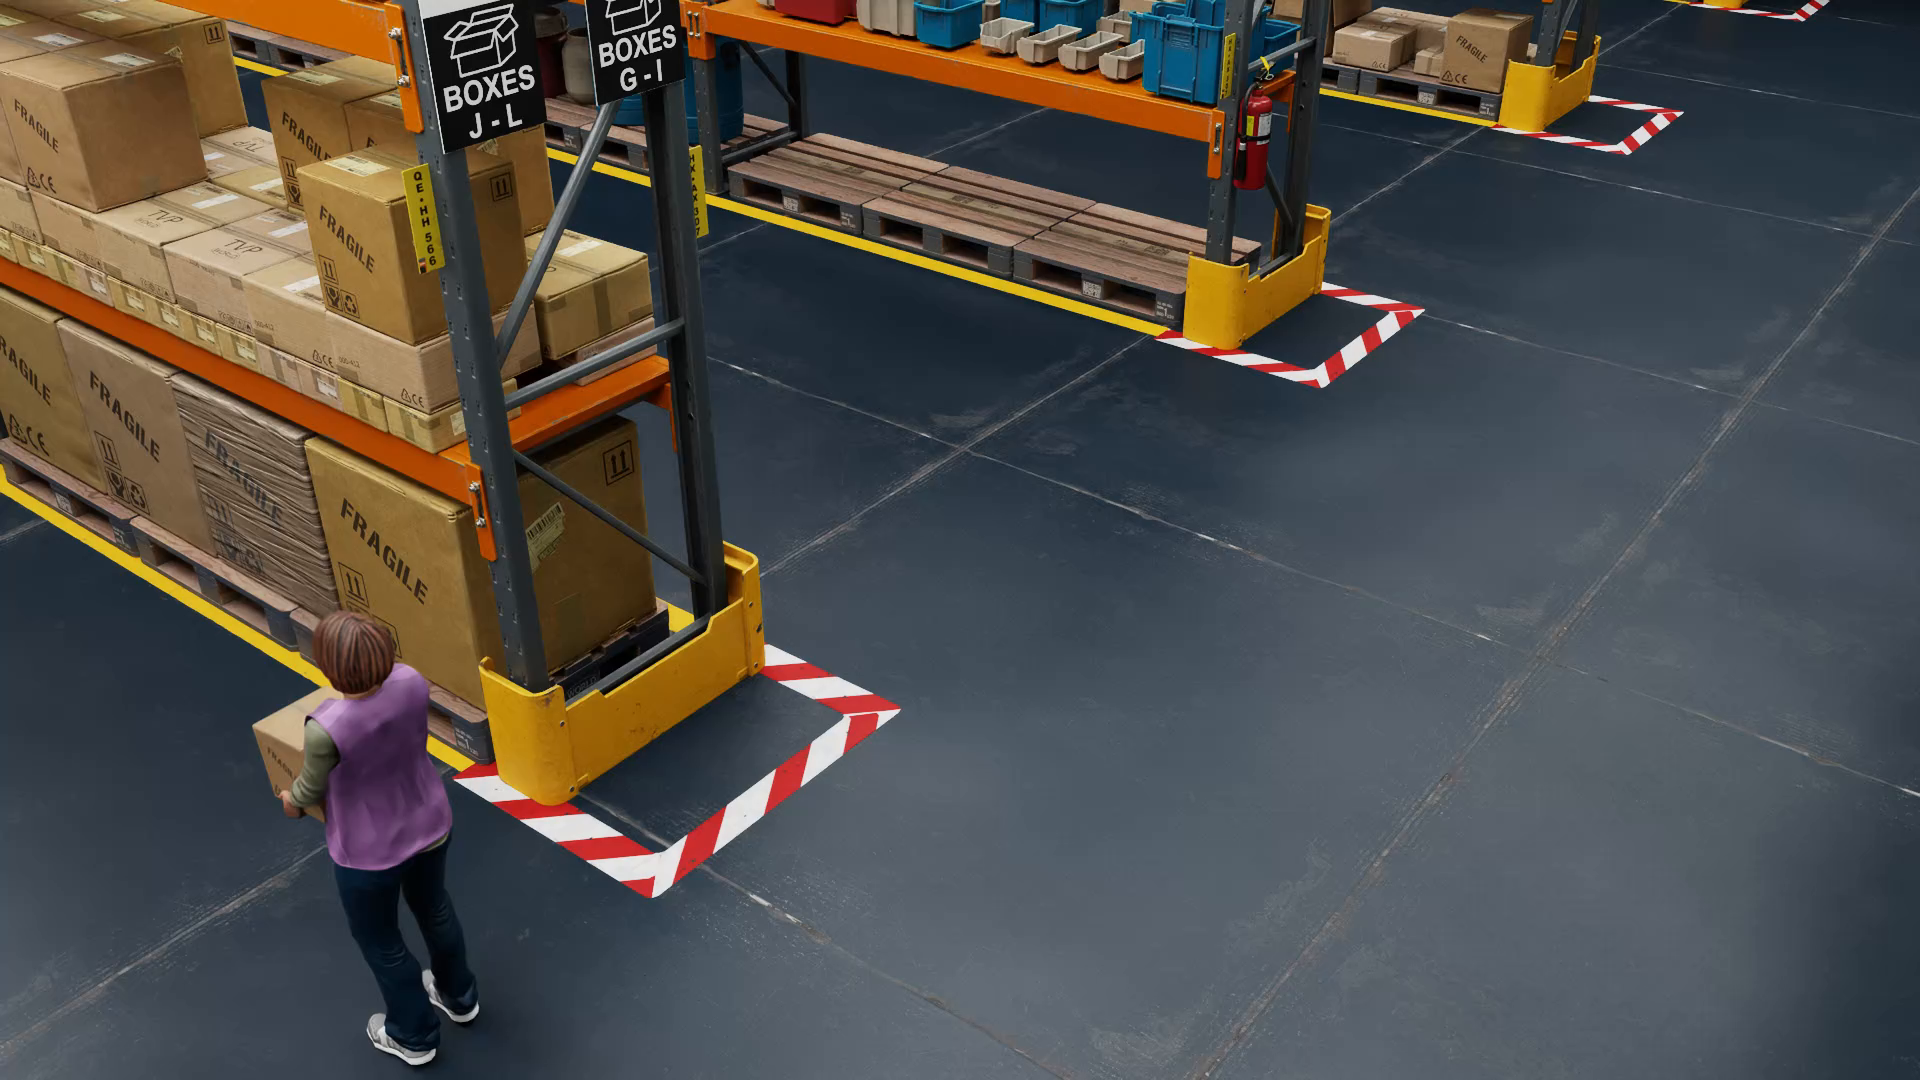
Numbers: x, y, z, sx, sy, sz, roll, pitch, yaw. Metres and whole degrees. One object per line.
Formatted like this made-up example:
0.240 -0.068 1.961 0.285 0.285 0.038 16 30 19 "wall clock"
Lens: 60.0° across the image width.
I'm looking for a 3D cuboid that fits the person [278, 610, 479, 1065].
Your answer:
-1.693 0.824 4.793 0.490 1.589 0.408 22 37 31 "person"
